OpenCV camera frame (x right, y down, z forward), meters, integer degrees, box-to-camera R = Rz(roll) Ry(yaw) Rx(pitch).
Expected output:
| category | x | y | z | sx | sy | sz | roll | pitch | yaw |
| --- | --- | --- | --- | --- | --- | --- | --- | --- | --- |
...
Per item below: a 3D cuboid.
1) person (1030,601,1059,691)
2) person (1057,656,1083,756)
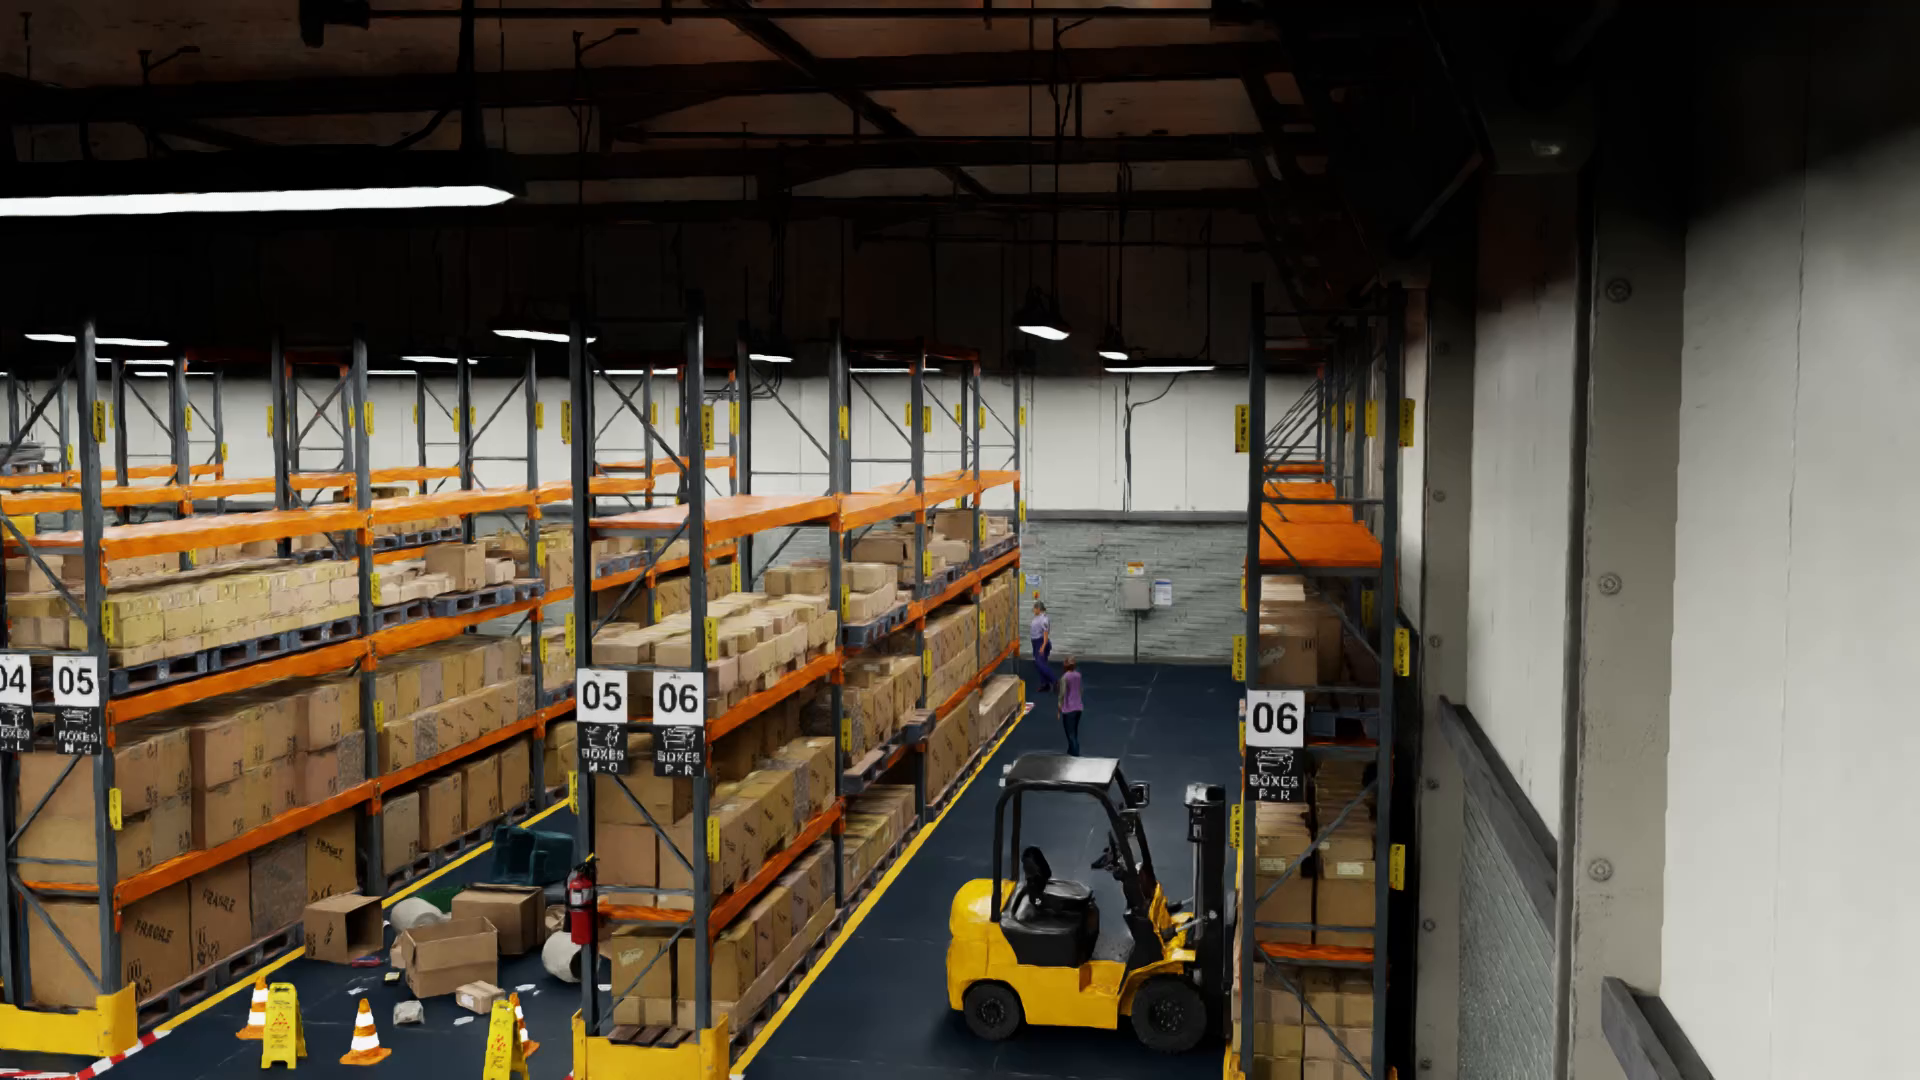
| category | x | y | z | sx | sy | sz | roll | pitch | yaw |
| --- | --- | --- | --- | --- | --- | --- | --- | --- | --- |
| person | 1.532 | 1.921 | 30.074 | 0.463 | 1.641 | 0.657 | -2 | 5 | -19 |
| person | 1.562 | 2.445 | 23.769 | 0.527 | 1.592 | 0.522 | 4 | 6 | 40 |
